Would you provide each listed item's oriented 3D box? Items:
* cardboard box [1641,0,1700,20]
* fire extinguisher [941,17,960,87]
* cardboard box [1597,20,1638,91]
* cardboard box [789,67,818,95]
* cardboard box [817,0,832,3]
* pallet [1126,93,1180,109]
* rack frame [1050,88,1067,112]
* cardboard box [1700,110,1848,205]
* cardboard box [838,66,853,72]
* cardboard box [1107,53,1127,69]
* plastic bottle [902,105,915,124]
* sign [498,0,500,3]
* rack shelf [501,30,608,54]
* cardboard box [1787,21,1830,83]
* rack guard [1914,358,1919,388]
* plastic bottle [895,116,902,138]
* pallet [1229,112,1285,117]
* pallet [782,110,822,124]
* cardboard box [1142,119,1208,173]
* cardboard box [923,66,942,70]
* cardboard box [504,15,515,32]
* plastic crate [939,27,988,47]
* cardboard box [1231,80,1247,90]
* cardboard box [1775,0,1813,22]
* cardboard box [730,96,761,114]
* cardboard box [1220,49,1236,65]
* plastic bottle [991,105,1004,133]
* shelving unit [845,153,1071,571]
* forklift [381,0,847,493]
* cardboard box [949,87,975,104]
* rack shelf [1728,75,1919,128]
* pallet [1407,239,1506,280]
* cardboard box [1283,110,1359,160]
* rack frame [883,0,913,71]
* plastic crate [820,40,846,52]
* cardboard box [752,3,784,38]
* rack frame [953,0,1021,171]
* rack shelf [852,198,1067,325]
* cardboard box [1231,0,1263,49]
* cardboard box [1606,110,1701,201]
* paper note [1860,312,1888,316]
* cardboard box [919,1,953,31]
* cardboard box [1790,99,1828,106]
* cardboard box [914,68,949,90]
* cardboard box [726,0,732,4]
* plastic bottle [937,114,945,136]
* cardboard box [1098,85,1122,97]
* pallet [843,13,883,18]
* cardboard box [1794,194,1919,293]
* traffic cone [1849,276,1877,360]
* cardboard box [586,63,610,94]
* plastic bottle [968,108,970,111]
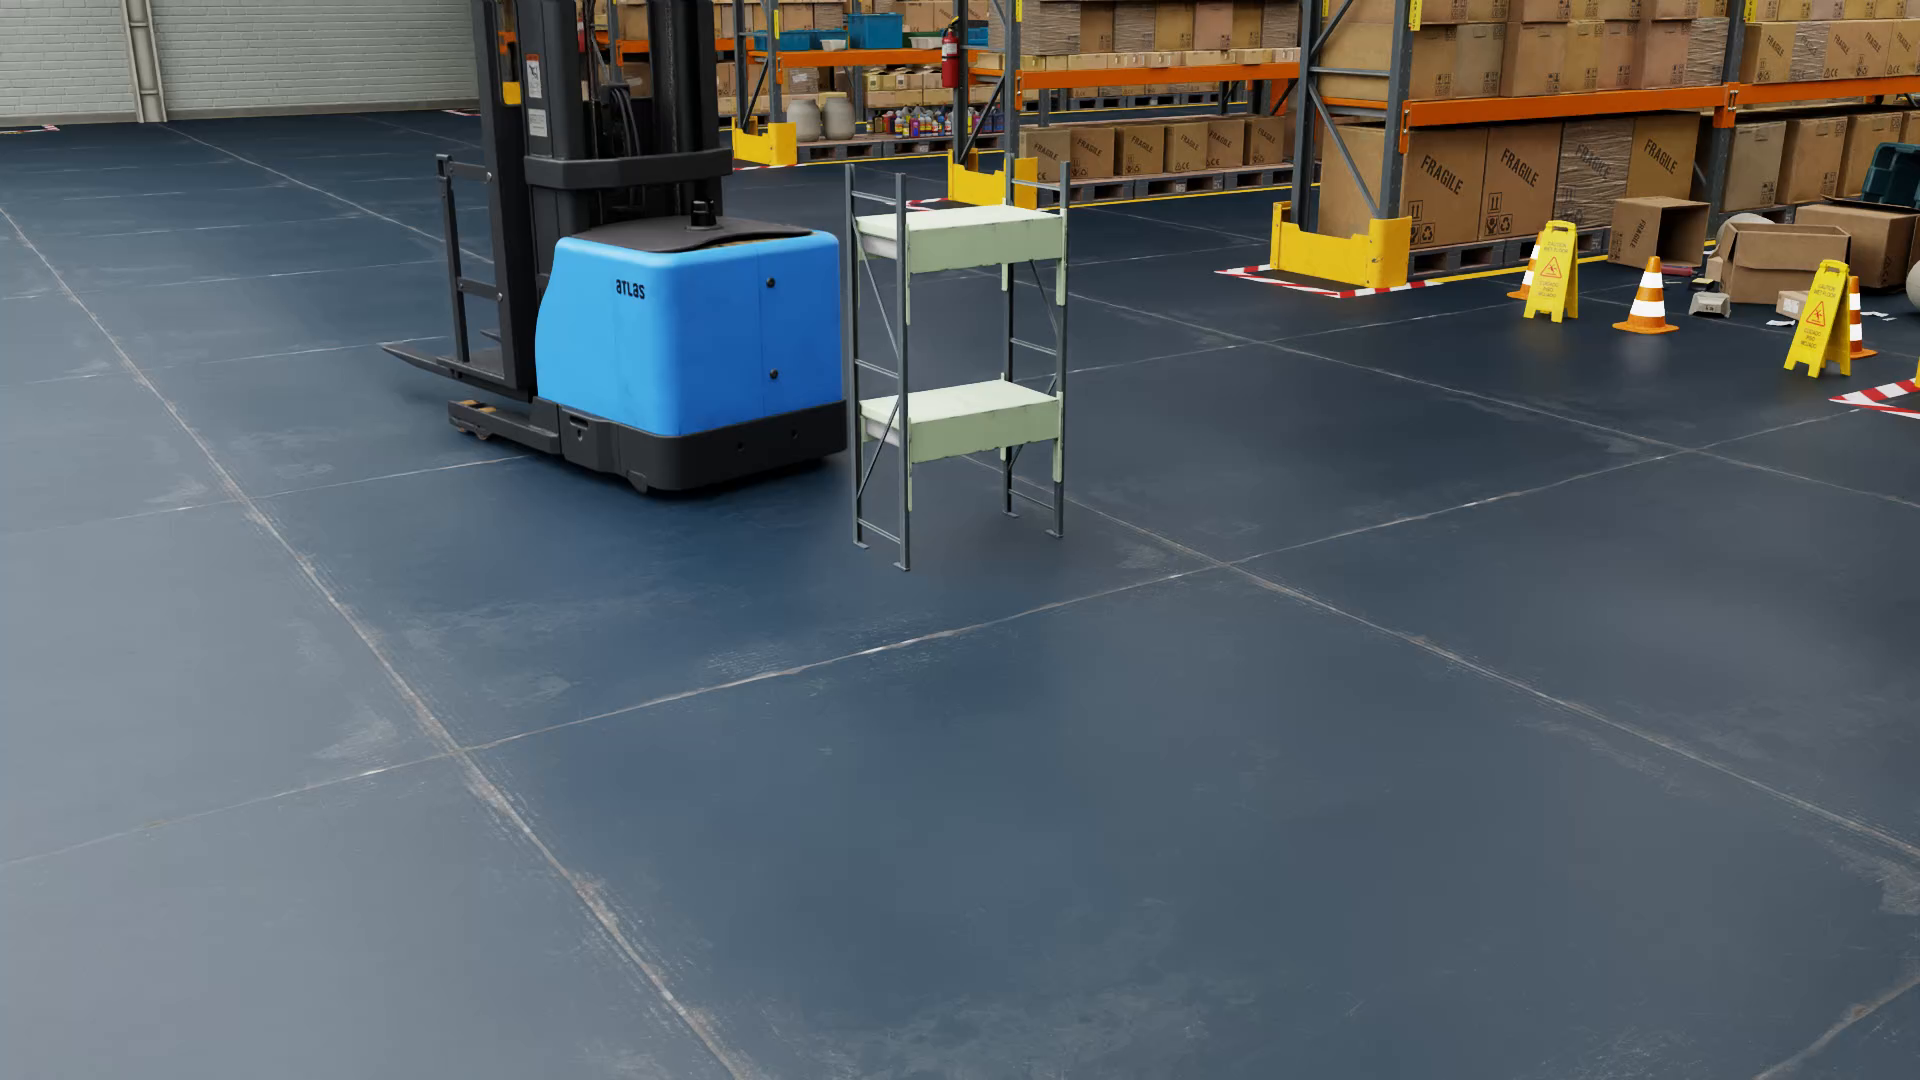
[{"bbox_3d":[5.516,-4.550,13.600,0.550,0.550,0.875,-12,22,-31],"label":"cardboard box"},{"bbox_3d":[-0.094,-4.858,16.551,0.183,0.674,0.296,-12,22,-31],"label":"fire extinguisher"},{"bbox_3d":[4.975,-3.988,13.623,0.550,0.550,0.875,-12,22,-31],"label":"cardboard box"},{"bbox_3d":[-2.541,-7.173,25.745,0.500,0.500,0.500,-12,22,-31],"label":"cardboard box"},{"bbox_3d":[-2.167,-8.353,25.599,0.250,0.149,0.380,-12,22,-33],"label":"cardboard box"},{"bbox_3d":[3.153,-7.865,29.679,1.213,0.211,1.003,-12,22,-31],"label":"pallet"},{"bbox_3d":[1.491,-8.851,28.242,0.127,3.000,1.000,-12,22,-31],"label":"rack frame"},{"bbox_3d":[7.515,-3.587,15.528,0.750,0.750,1.050,-12,22,-31],"label":"cardboard box"},{"bbox_3d":[-2.304,-8.999,31.896,0.500,0.500,0.700,-12,22,-31],"label":"cardboard box"},{"bbox_3d":[1.470,-4.829,16.739,0.250,0.149,0.380,-12,22,-31],"label":"cardboard box"},{"bbox_3d":[-0.699,-5.602,22.081,0.185,0.351,0.144,-11,22,-29],"label":"plastic bottle"},{"bbox_3d":[-7.620,-9.031,27.423,0.005,0.325,0.100,-12,22,-31],"label":"sign"},{"bbox_3d":[-6.248,-8.778,29.148,4.000,0.370,1.077,-12,22,-31],"label":"rack shelf"},{"bbox_3d":[7.247,-4.309,14.650,0.500,0.500,0.500,-12,22,-31],"label":"cardboard box"},{"bbox_3d":[5.768,-0.970,8.833,0.348,0.500,1.175,-12,22,-31],"label":"rack guard"},{"bbox_3d":[-0.784,-5.268,21.217,0.097,0.271,0.097,0,19,0],"label":"plastic bottle"},{"bbox_3d":[4.847,-6.354,25.211,1.213,0.211,1.003,-12,22,-31],"label":"pallet"},{"bbox_3d":[-2.537,-6.697,26.223,1.213,0.211,1.003,-12,22,-31],"label":"pallet"},{"bbox_3d":[2.290,-4.218,17.784,0.500,0.500,0.500,-14,23,-36],"label":"cardboard box"},{"bbox_3d":[-0.398,-7.725,27.672,0.500,0.311,0.500,-12,22,-32],"label":"cardboard box"},{"bbox_3d":[-7.336,-8.706,28.015,0.500,0.250,0.500,-13,22,-33],"label":"cardboard box"},{"bbox_3d":[0.096,-6.483,21.469,0.616,0.251,0.499,-12,22,-31],"label":"plastic crate"},{"bbox_3d":[5.301,-8.506,30.733,0.500,0.311,0.500,-12,22,-31],"label":"cardboard box"},{"bbox_3d":[7.079,-4.853,14.698,0.500,0.500,0.700,-12,22,-32],"label":"cardboard box"},{"bbox_3d":[-3.367,-6.637,25.330,0.500,0.250,0.500,-12,22,-31],"label":"cardboard box"},{"bbox_3d":[2.693,-5.108,17.564,0.250,0.149,0.380,-12,22,-31],"label":"cardboard box"},{"bbox_3d":[0.492,-5.584,22.027,0.185,0.351,0.144,-13,22,-33],"label":"plastic bottle"},{"bbox_3d":[-0.006,-0.709,6.501,0.755,1.500,0.431,-12,22,-31],"label":"shelving unit"},{"bbox_3d":[-1.918,-1.981,8.027,1.130,2.935,3.031,-17,25,-41],"label":"forklift"},{"bbox_3d":[-0.093,-7.318,27.346,0.500,0.250,0.500,-11,22,-30],"label":"cardboard box"},{"bbox_3d":[7.909,-4.163,15.498,4.000,0.370,1.077,-12,22,-31],"label":"rack shelf"},{"bbox_3d":[3.523,-2.288,13.182,1.213,0.211,1.003,-12,22,-31],"label":"pallet"},{"bbox_3d":[4.120,-4.623,18.951,0.500,0.500,0.700,-14,23,-36],"label":"cardboard box"},{"bbox_3d":[-1.237,-10.175,32.159,0.127,3.000,1.000,-12,22,-31],"label":"rack frame"},{"bbox_3d":[-1.545,-6.063,20.406,0.250,0.136,0.298,-12,22,-31],"label":"plastic crate"},{"bbox_3d":[-3.075,-7.932,25.367,0.500,0.500,0.700,-12,22,-31],"label":"cardboard box"},{"bbox_3d":[0.255,-4.791,16.234,0.127,3.000,1.000,-12,22,-31],"label":"rack frame"},{"bbox_3d":[-0.006,-1.079,6.376,0.720,0.370,0.431,-12,22,-31],"label":"rack shelf"},{"bbox_3d":[2.748,-5.543,17.836,0.500,0.500,0.875,-12,22,-31],"label":"cardboard box"},{"bbox_3d":[5.675,-3.252,14.342,0.875,0.875,0.875,-12,22,-31],"label":"cardboard box"},{"bbox_3d":[6.192,-1.537,11.262,0.142,0.019,0.148,-4,19,-13],"label":"paper note"},{"bbox_3d":[-0.341,-8.506,27.064,0.500,0.500,0.500,-12,22,-31],"label":"cardboard box"},{"bbox_3d":[11.624,-6.351,23.509,0.875,0.875,0.875,-12,22,-31],"label":"cardboard box"},{"bbox_3d":[-0.515,-7.493,26.986,0.500,0.311,0.500,-13,22,-33],"label":"cardboard box"},{"bbox_3d":[-3.460,-8.078,24.788,0.250,0.149,0.380,-12,22,-31],"label":"cardboard box"},{"bbox_3d":[-0.245,-5.382,21.553,0.097,0.271,0.097,0,19,0],"label":"plastic bottle"},{"bbox_3d":[2.462,-7.973,28.860,0.500,0.500,0.500,-13,23,-33],"label":"cardboard box"},{"bbox_3d":[-1.773,-9.930,31.734,1.003,0.211,1.213,-12,22,-31],"label":"pallet"},{"bbox_3d":[6.556,-2.176,12.183,0.503,0.637,0.797,-12,22,-31],"label":"cardboard box"},{"bbox_3d":[5.355,-1.360,10.044,0.334,0.463,0.336,-12,22,-31],"label":"traffic cone"},{"bbox_3d":[-6.174,-8.104,29.250,0.500,0.500,0.700,-14,23,-35],"label":"cardboard box"},{"bbox_3d":[0.048,-5.705,22.384,0.185,0.351,0.144,-12,22,-31],"label":"plastic bottle"}]
